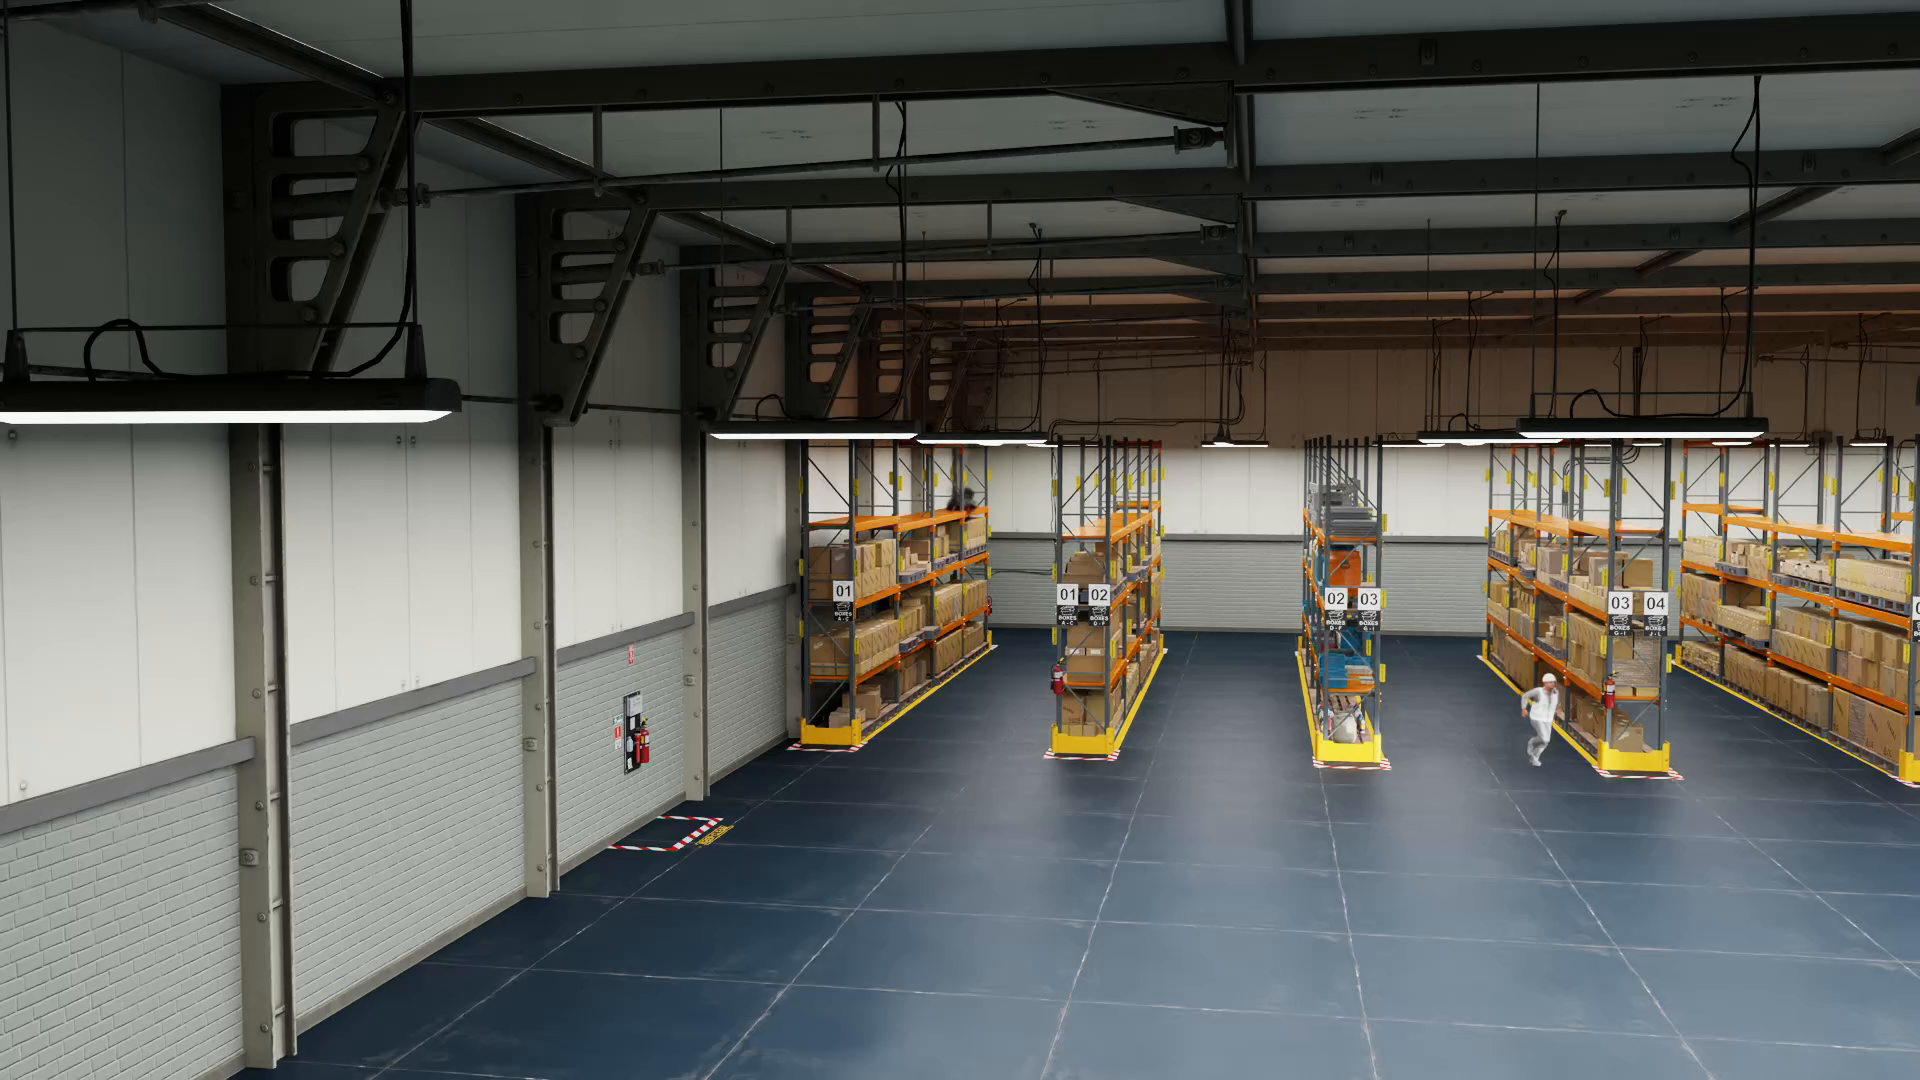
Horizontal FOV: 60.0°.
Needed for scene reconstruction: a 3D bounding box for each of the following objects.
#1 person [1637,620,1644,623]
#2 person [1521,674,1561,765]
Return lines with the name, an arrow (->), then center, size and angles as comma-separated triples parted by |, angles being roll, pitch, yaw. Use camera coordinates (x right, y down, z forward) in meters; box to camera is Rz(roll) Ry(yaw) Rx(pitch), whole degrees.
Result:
person -> 17.852, 2.520, 43.939 | 0.716, 1.666, 0.560 | 1, 3, 24
person -> 10.554, 3.217, 30.046 | 0.644, 1.633, 0.710 | -1, 3, -20
